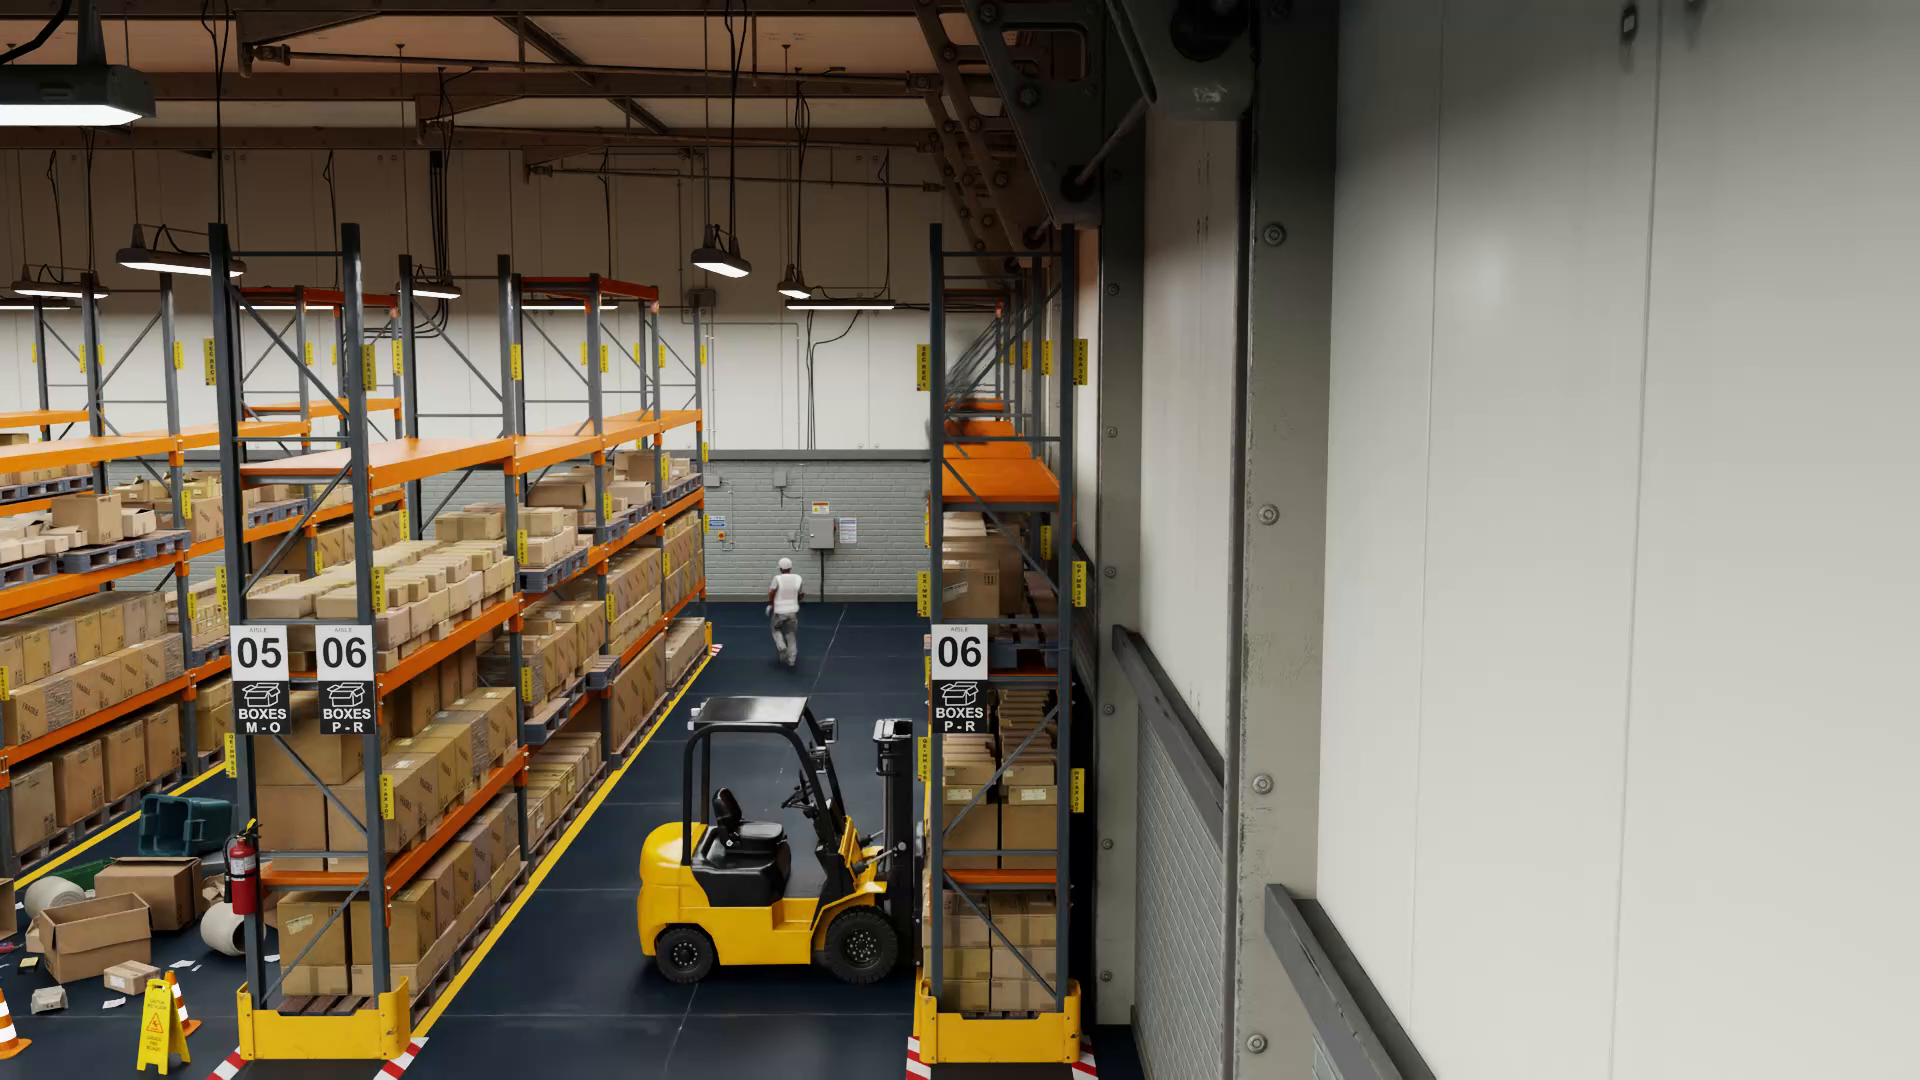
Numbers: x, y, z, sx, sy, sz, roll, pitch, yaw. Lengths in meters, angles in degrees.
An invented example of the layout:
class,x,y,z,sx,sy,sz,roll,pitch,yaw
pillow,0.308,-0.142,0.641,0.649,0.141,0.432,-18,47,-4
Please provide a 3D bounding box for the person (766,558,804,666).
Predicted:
class,x,y,z,sx,sy,sz,roll,pitch,yaw
person,-2.867,1.144,27.036,0.677,1.731,0.671,-3,7,-26
